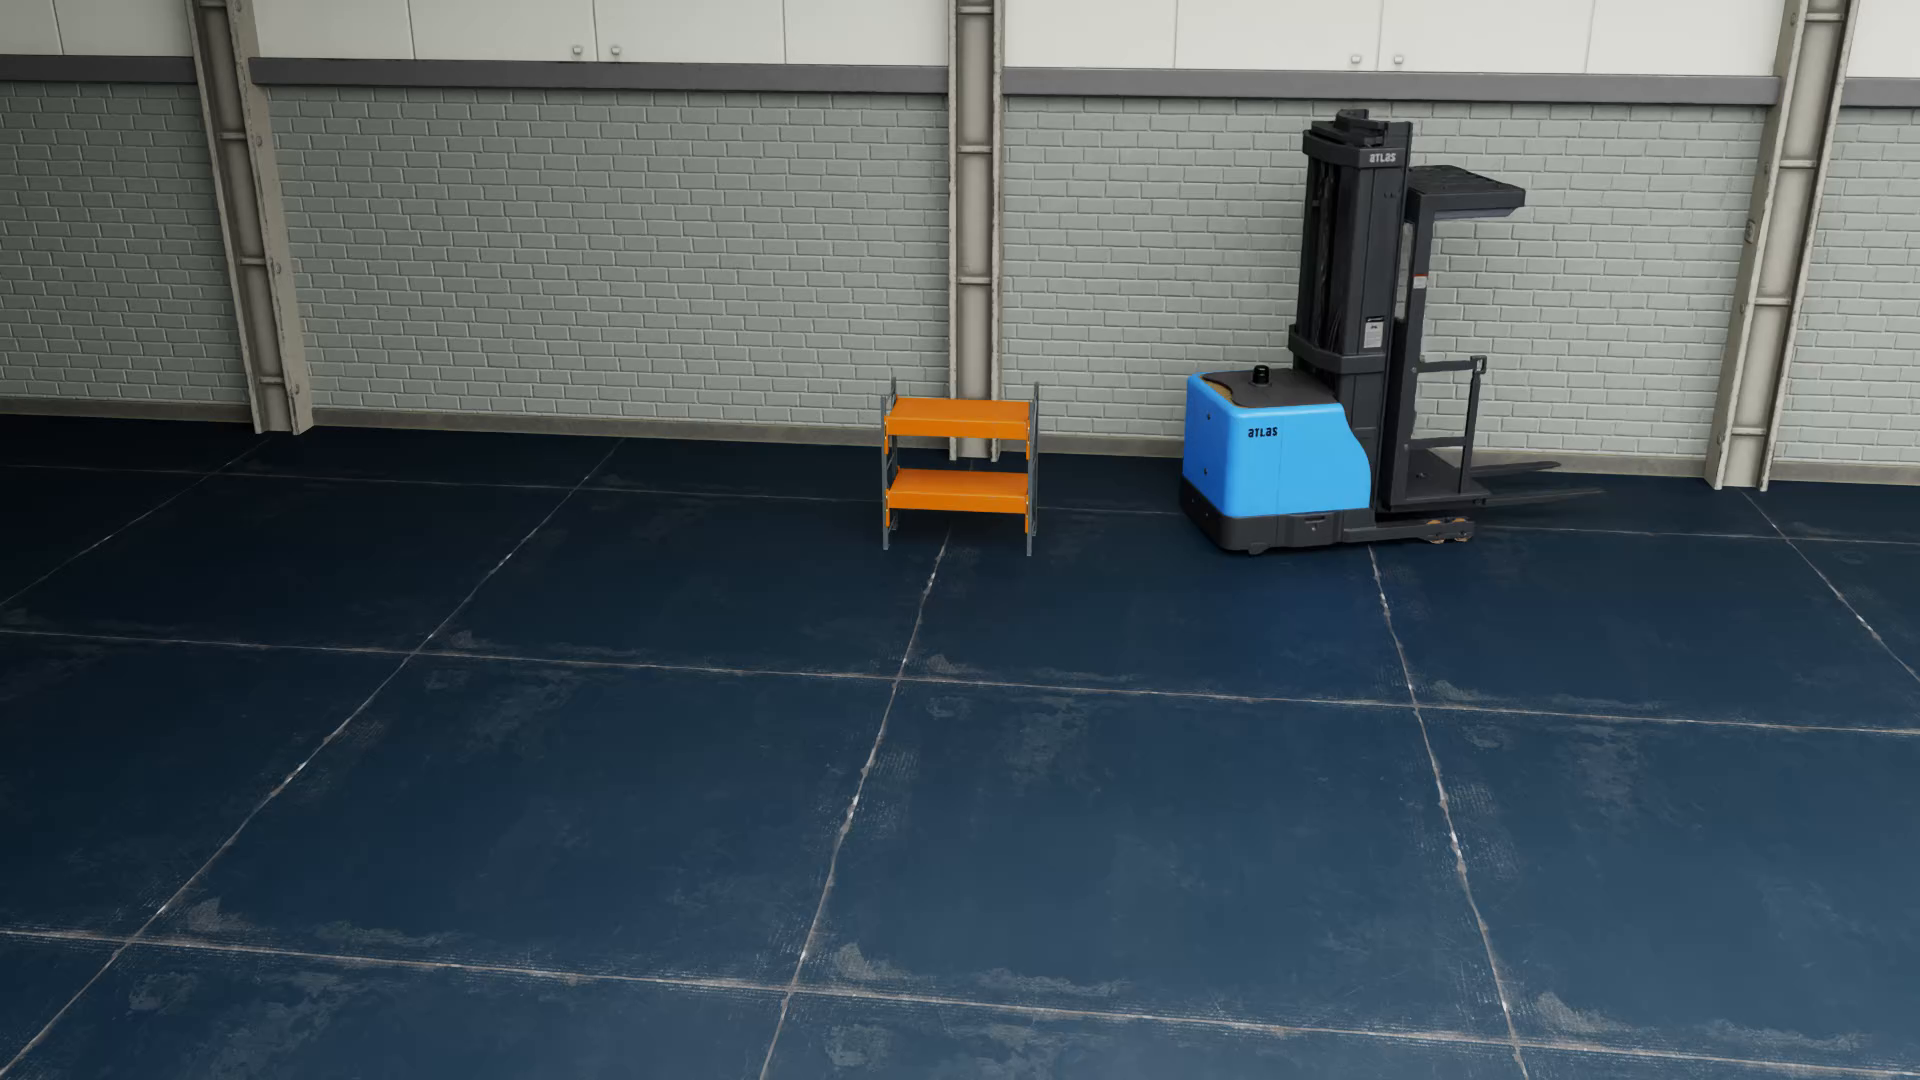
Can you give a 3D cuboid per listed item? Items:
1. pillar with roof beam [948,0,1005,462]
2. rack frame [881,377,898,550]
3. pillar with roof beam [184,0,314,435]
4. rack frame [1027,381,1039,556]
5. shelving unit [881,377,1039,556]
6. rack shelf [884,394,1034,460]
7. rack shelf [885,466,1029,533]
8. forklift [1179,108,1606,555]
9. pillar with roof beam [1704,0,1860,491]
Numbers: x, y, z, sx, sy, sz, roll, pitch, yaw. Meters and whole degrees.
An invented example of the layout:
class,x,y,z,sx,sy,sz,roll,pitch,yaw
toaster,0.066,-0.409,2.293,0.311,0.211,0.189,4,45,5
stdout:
class,x,y,z,sx,sy,sz,roll,pitch,yaw
pillar with roof beam,-0.381,-3.316,8.089,0.400,9.000,9.100,2,22,6
rack frame,-0.498,-0.545,11.788,0.032,1.125,0.500,2,22,6
pillar with roof beam,-6.339,-3.576,8.745,0.400,9.000,9.100,2,22,6
rack frame,0.512,-0.501,11.677,0.032,1.125,0.500,2,22,6
shelving unit,0.007,-0.523,11.732,1.048,1.125,0.538,2,22,6
rack shelf,0.007,-0.795,11.625,1.000,0.278,0.538,2,22,6
rack shelf,0.007,-0.295,11.822,1.000,0.278,0.538,2,22,6
forklift,3.207,-1.520,11.798,3.031,2.935,1.130,-4,22,-11
pillar with roof beam,5.577,-3.057,7.432,0.400,9.000,9.100,2,22,6
